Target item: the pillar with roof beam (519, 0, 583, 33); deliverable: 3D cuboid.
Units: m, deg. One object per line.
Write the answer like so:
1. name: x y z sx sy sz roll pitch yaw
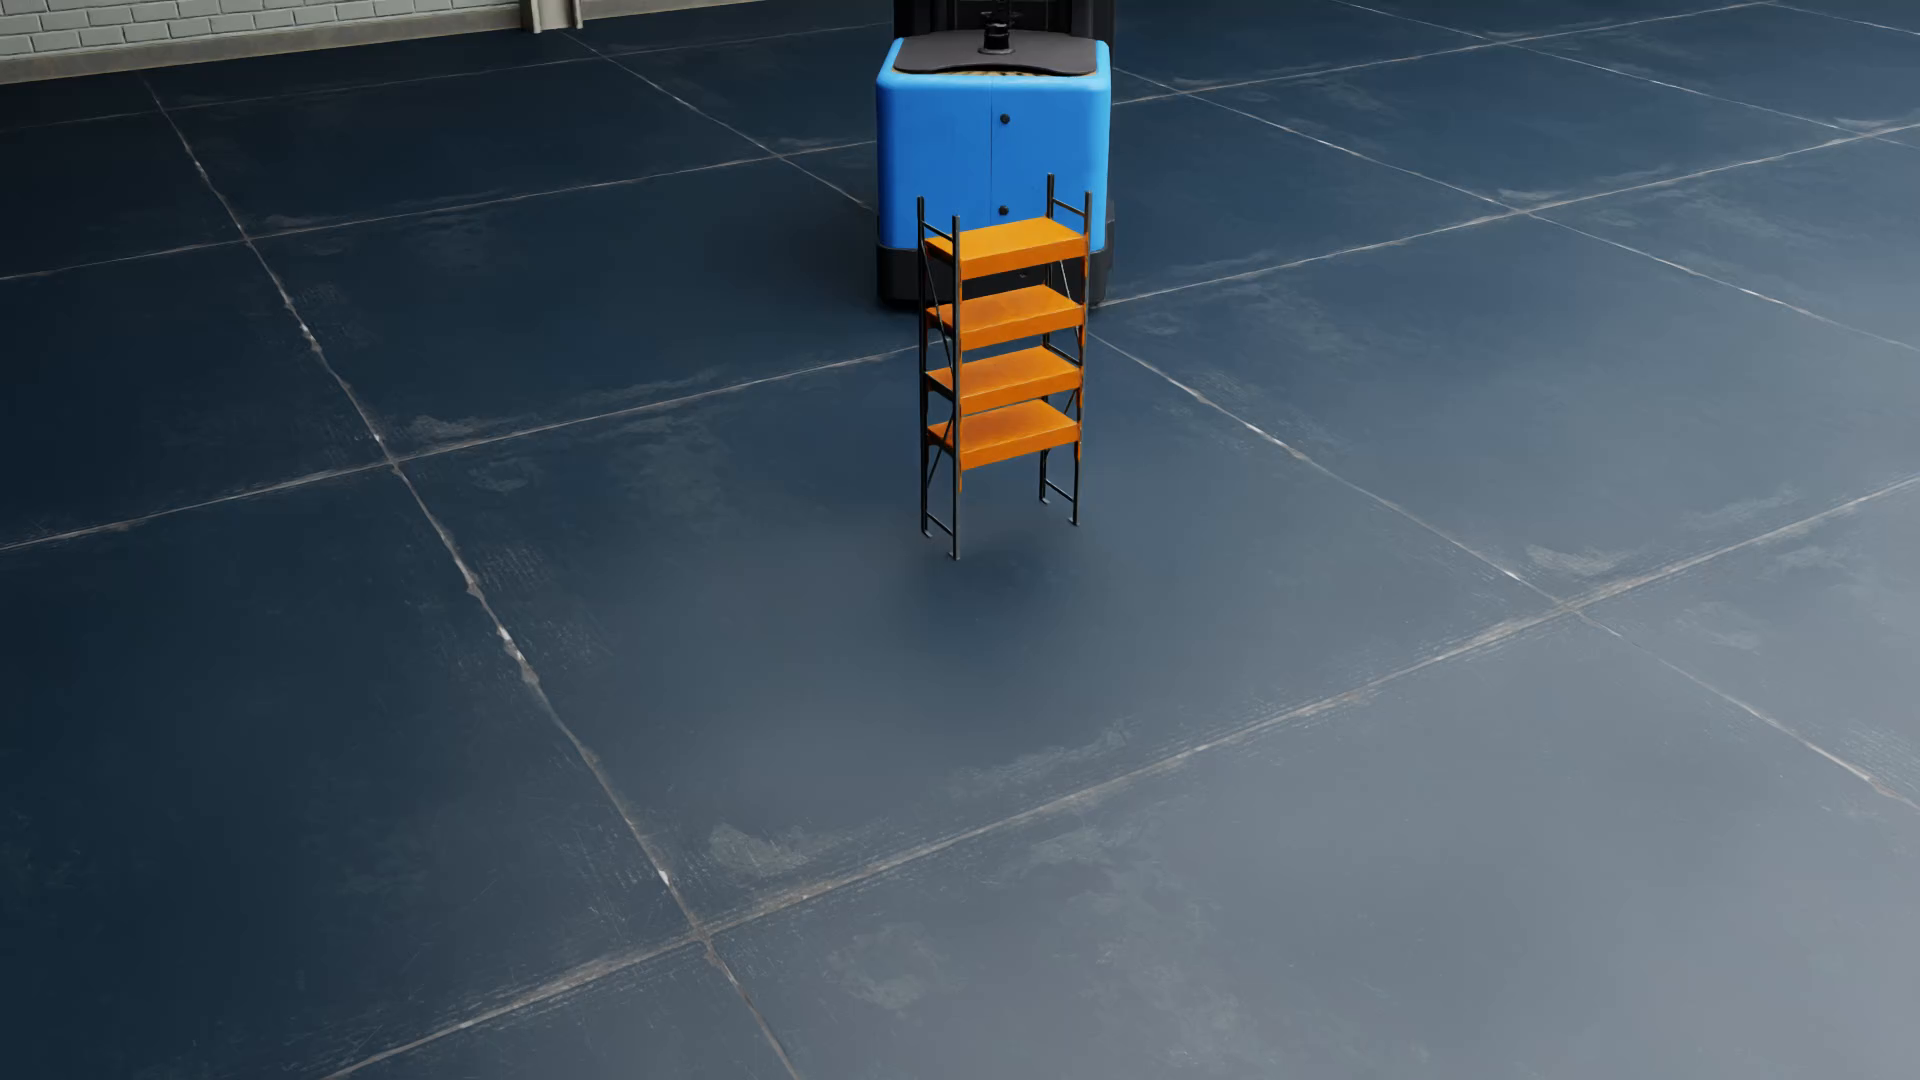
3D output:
1. pillar with roof beam: -1.013 -6.168 7.613 0.400 9.000 9.100 -16 33 -26

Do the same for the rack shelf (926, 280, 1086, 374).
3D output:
1. rack shelf: 0.143 -0.703 5.458 0.480 0.148 0.258 -16 33 -26

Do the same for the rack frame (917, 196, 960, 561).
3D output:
1. rack frame: -0.068 -0.506 5.425 0.015 1.200 0.240 -16 33 -26

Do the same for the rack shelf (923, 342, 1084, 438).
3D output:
1. rack shelf: 0.143 -0.507 5.566 0.480 0.148 0.258 -16 33 -26

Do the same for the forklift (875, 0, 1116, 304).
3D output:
1. forklift: 0.233 -3.034 8.214 1.130 2.935 3.031 2 29 3

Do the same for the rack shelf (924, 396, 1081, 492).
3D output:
1. rack shelf: 0.143 -0.333 5.662 0.480 0.148 0.258 -16 33 -26

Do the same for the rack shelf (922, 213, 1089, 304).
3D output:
1. rack shelf: 0.143 -0.910 5.344 0.480 0.148 0.258 -16 33 -26

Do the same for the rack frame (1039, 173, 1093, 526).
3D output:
1. rack frame: 0.353 -0.626 5.642 0.015 1.200 0.240 -16 33 -26

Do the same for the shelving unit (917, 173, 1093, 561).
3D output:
1. shelving unit: 0.143 -0.566 5.534 0.503 1.200 0.258 -16 33 -26
